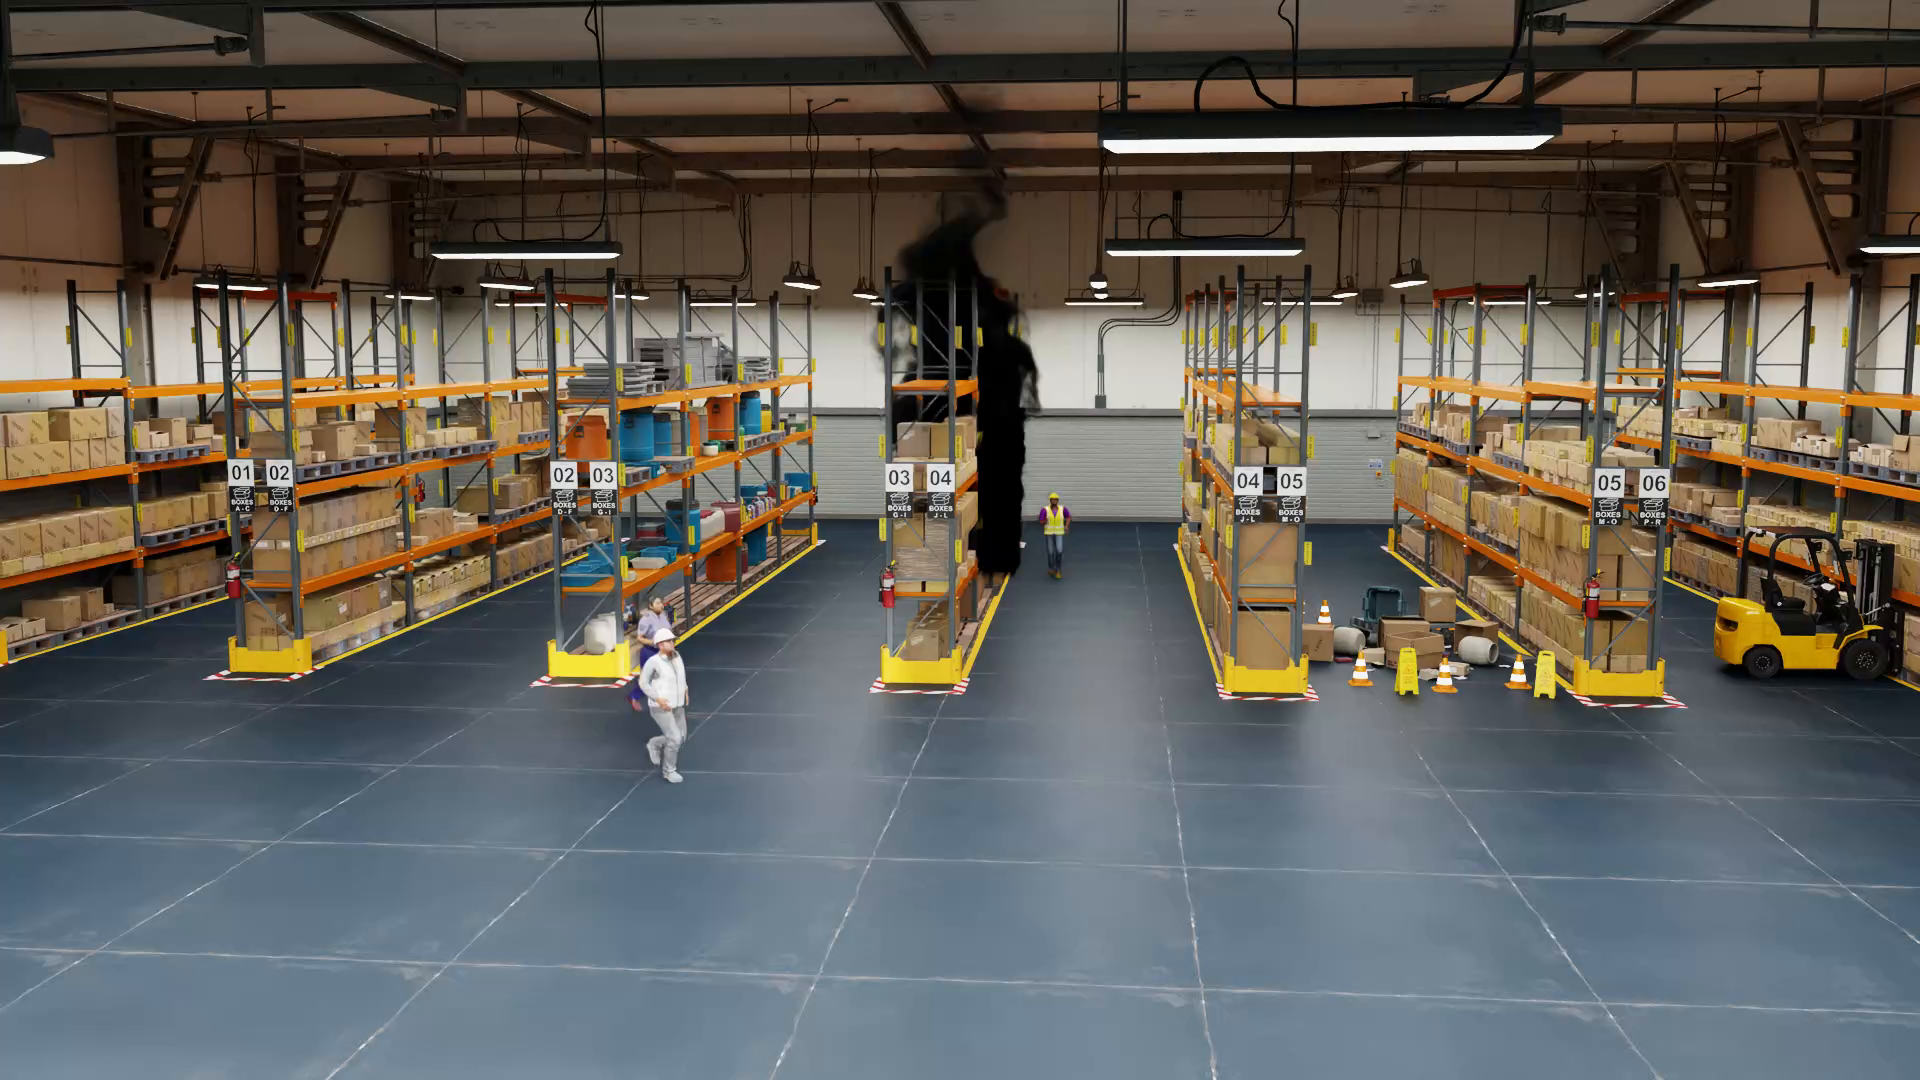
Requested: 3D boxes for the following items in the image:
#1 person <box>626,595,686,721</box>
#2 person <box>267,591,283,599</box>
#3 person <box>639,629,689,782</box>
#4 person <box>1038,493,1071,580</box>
[{"bbox_3d":[-4.005,1.539,21.817,0.934,1.648,0.613,5,8,35],"label":"person"},{"bbox_3d":[-12.163,0.642,29.632,0.507,1.552,0.512,-1,7,-5],"label":"person"},{"bbox_3d":[-3.386,1.857,18.934,0.641,1.733,0.686,4,8,32],"label":"person"},{"bbox_3d":[1.969,-0.078,34.698,0.673,1.811,0.706,0,7,4],"label":"person"}]
